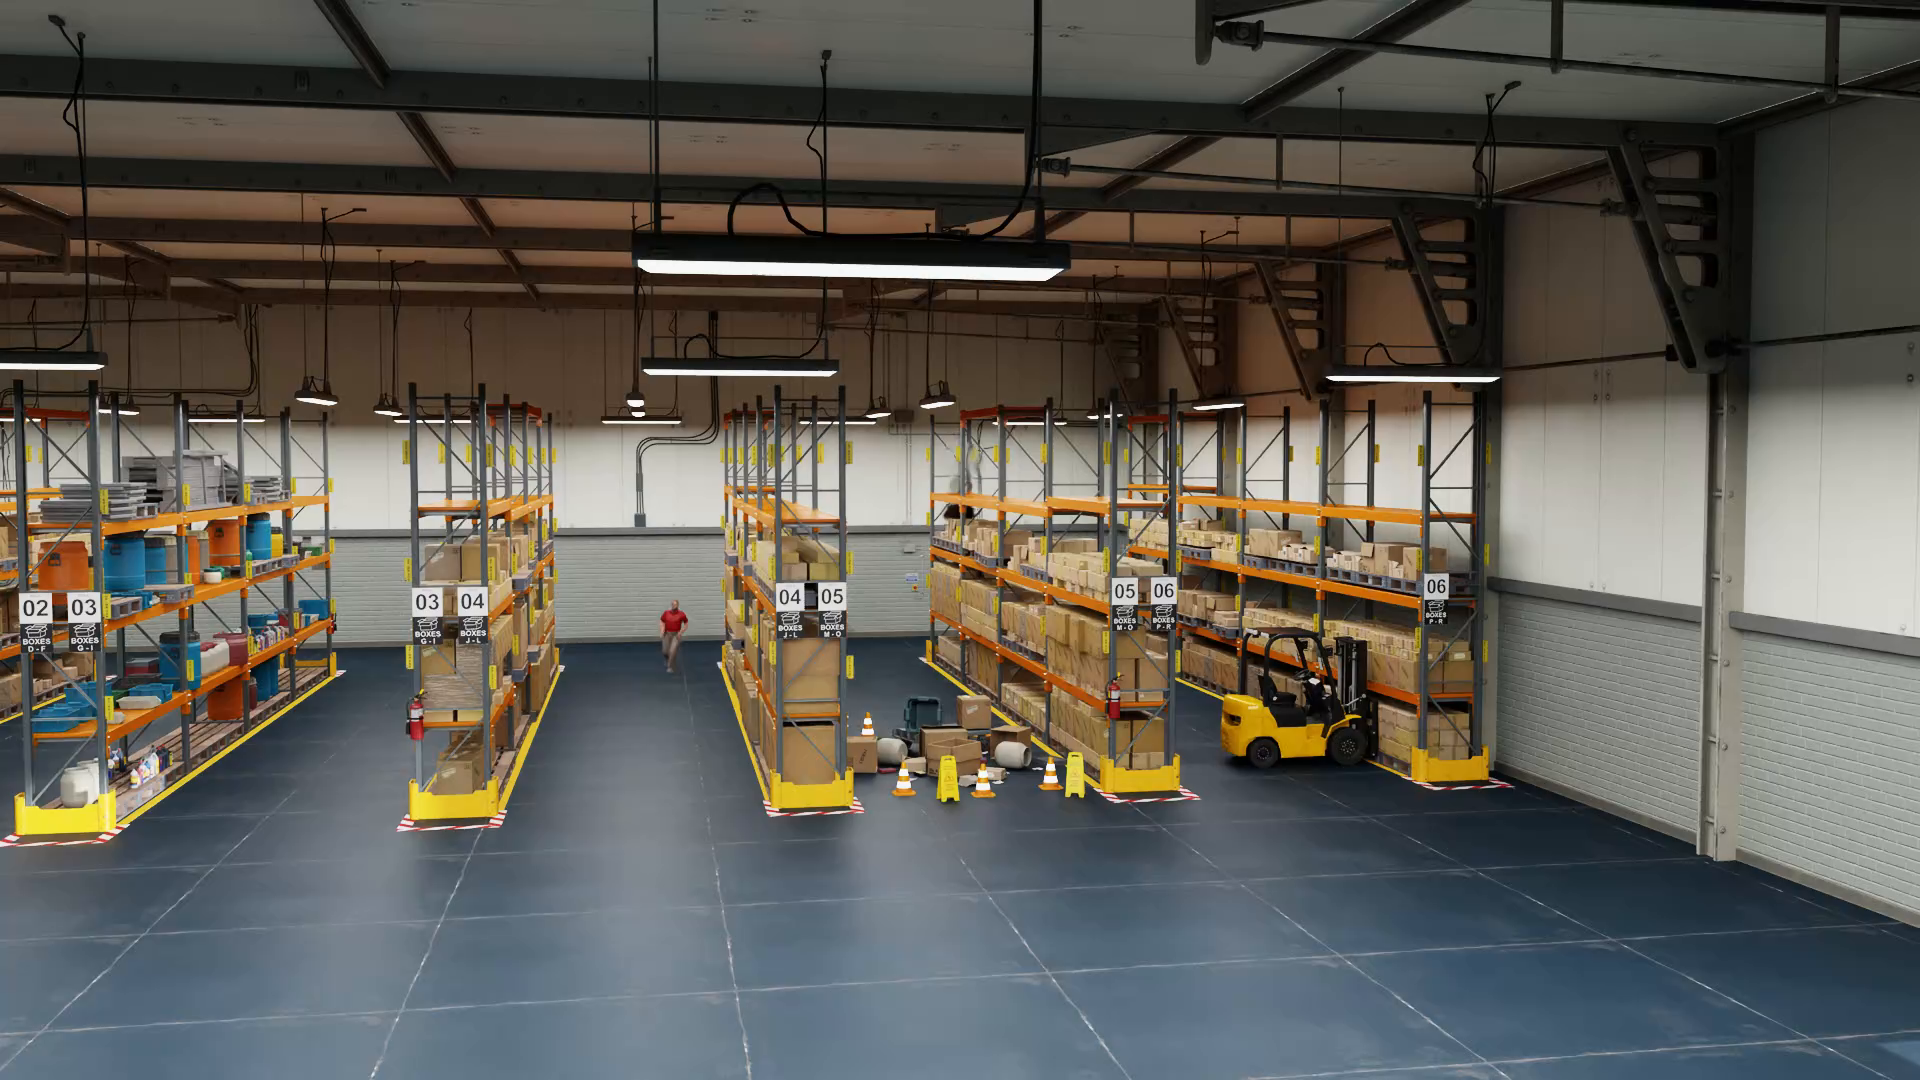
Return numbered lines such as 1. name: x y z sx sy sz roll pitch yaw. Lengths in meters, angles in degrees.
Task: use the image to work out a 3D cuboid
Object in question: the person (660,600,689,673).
1. person: -6.625 2.227 38.574 0.686 1.673 0.603 0 3 1
